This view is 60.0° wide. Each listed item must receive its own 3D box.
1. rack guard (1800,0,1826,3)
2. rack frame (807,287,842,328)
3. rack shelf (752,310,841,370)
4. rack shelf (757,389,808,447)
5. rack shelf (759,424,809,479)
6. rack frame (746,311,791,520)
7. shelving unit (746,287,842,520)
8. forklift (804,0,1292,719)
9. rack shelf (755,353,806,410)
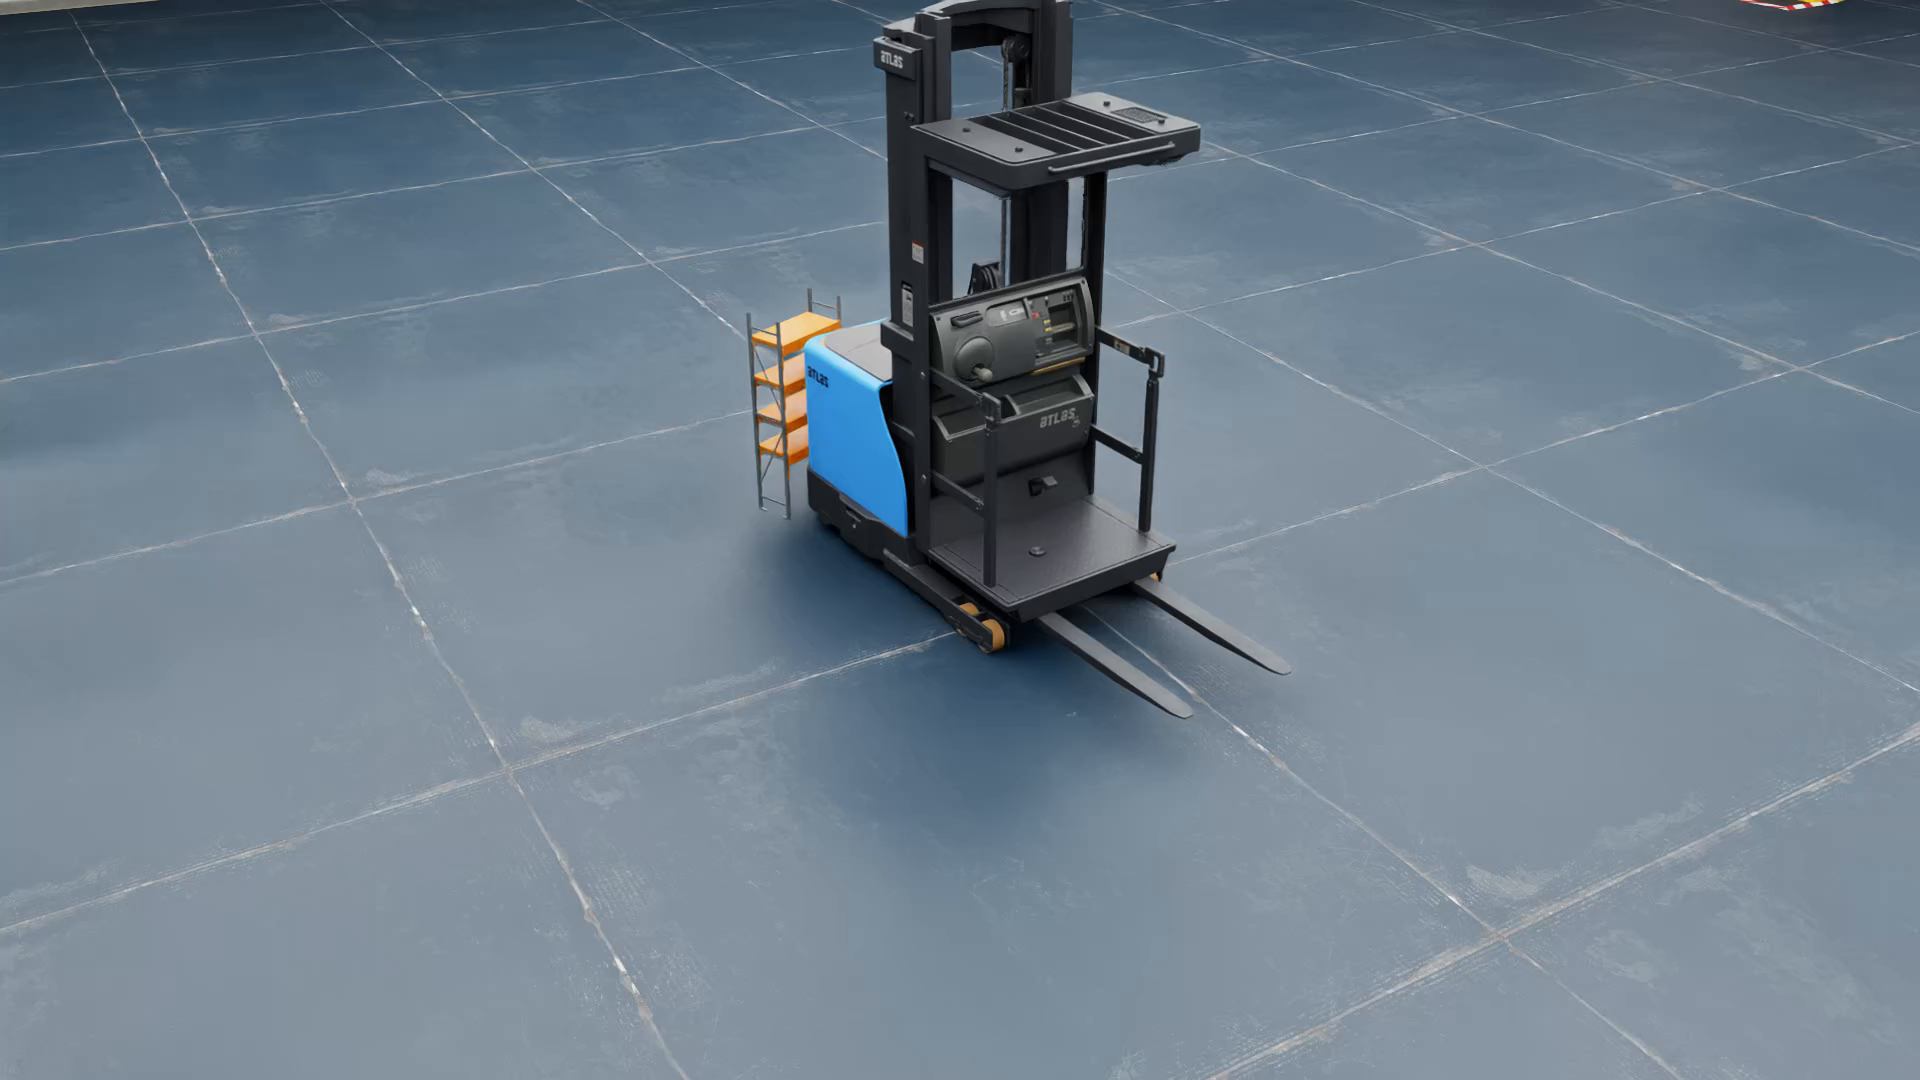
[{"bbox_3d":[11.276,-7.704,22.692,0.348,0.500,1.175,-16,33,-26],"label":"rack guard"},{"bbox_3d":[-0.760,-0.861,9.568,0.240,1.200,0.015,21,35,33],"label":"rack frame"},{"bbox_3d":[-0.910,-1.112,9.210,0.258,0.148,0.480,21,35,33],"label":"rack shelf"},{"bbox_3d":[-0.910,-0.709,9.432,0.258,0.148,0.480,21,35,33],"label":"rack shelf"},{"bbox_3d":[-0.909,-0.535,9.528,0.258,0.148,0.480,21,35,33],"label":"rack shelf"},{"bbox_3d":[-1.060,-0.675,9.231,0.240,1.200,0.015,21,35,33],"label":"rack frame"},{"bbox_3d":[-0.910,-0.768,9.400,0.258,1.200,0.503,21,35,33],"label":"shelving unit"},{"bbox_3d":[0.395,-0.989,8.008,1.130,2.935,3.031,-19,34,-30],"label":"forklift"},{"bbox_3d":[-0.910,-0.905,9.324,0.258,0.148,0.480,21,35,33],"label":"rack shelf"}]
